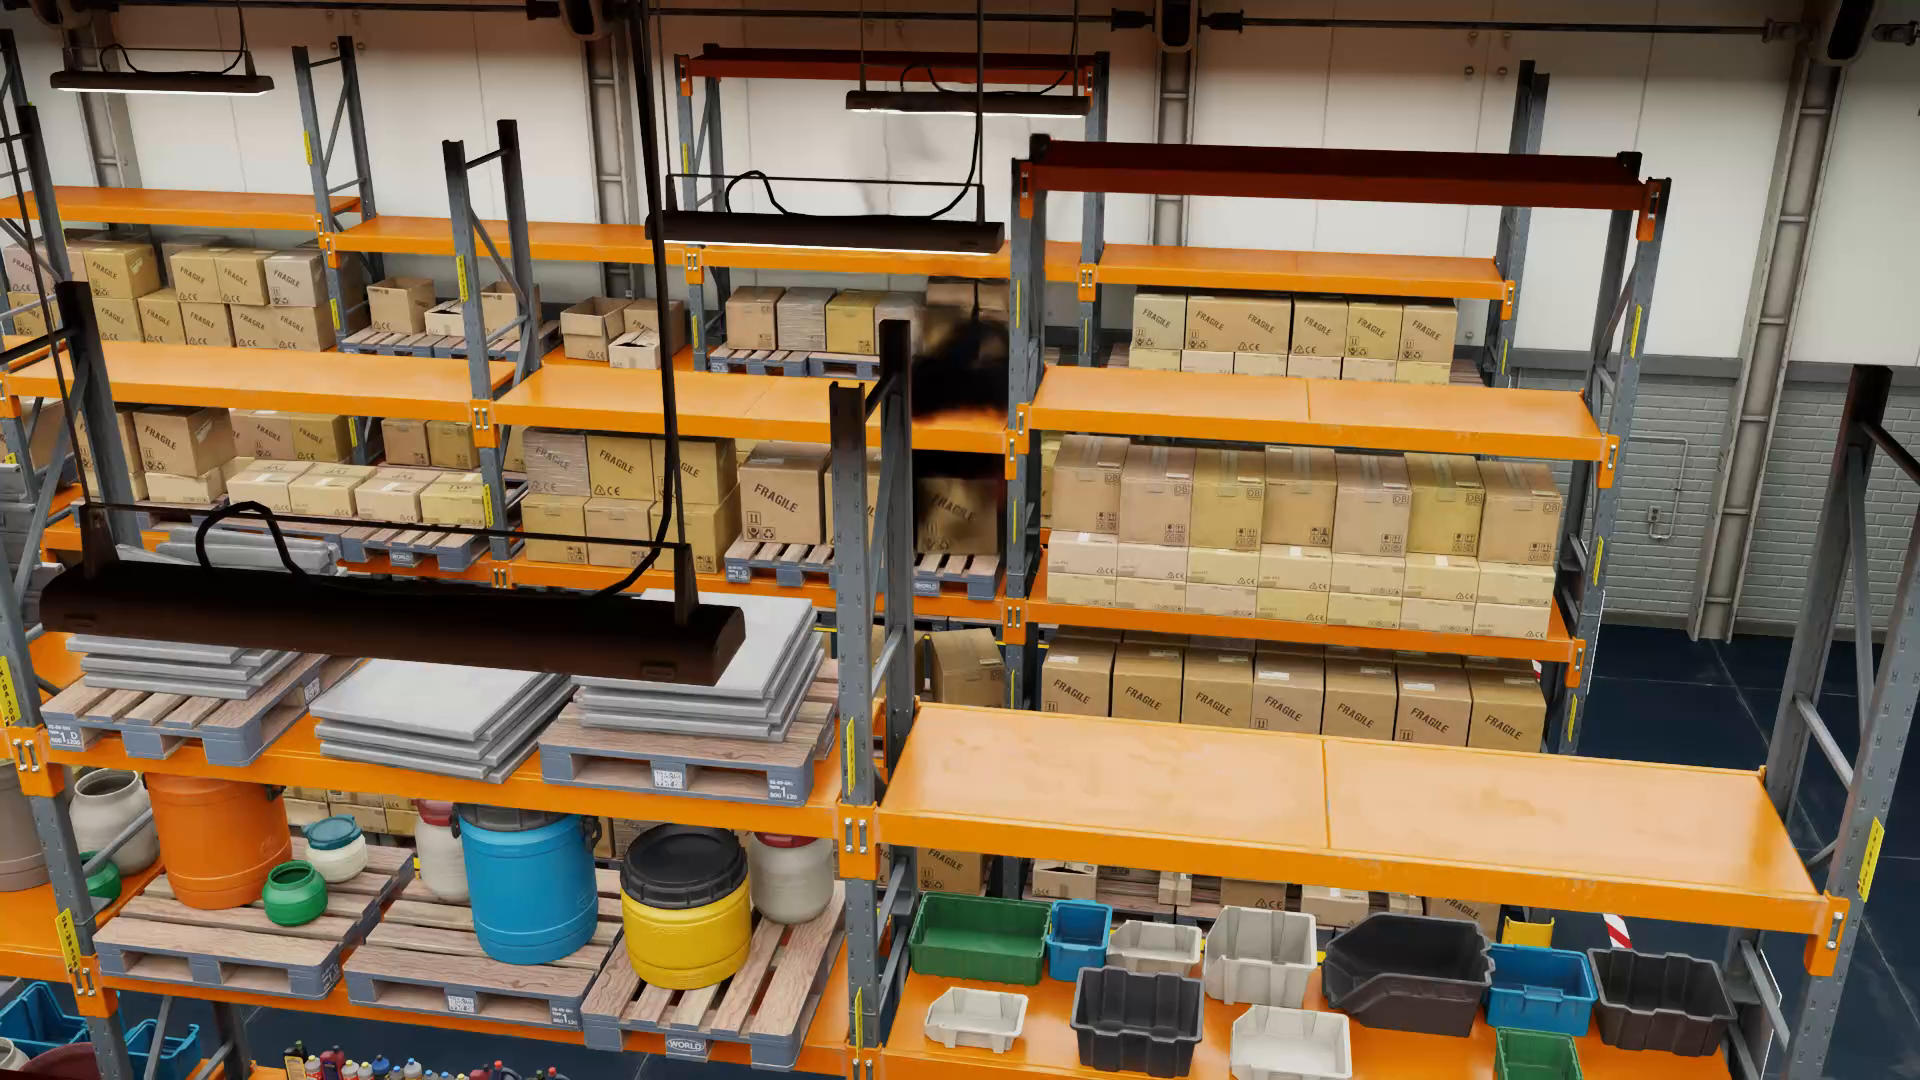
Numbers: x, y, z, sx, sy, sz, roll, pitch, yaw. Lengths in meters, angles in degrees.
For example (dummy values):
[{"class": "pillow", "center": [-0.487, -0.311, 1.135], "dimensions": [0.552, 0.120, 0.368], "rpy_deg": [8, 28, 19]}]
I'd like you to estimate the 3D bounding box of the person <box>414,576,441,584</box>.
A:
[{"class": "person", "center": [-4.934, 0.985, 15.995], "dimensions": [0.687, 1.613, 0.562], "rpy_deg": [1, 23, 3]}]
